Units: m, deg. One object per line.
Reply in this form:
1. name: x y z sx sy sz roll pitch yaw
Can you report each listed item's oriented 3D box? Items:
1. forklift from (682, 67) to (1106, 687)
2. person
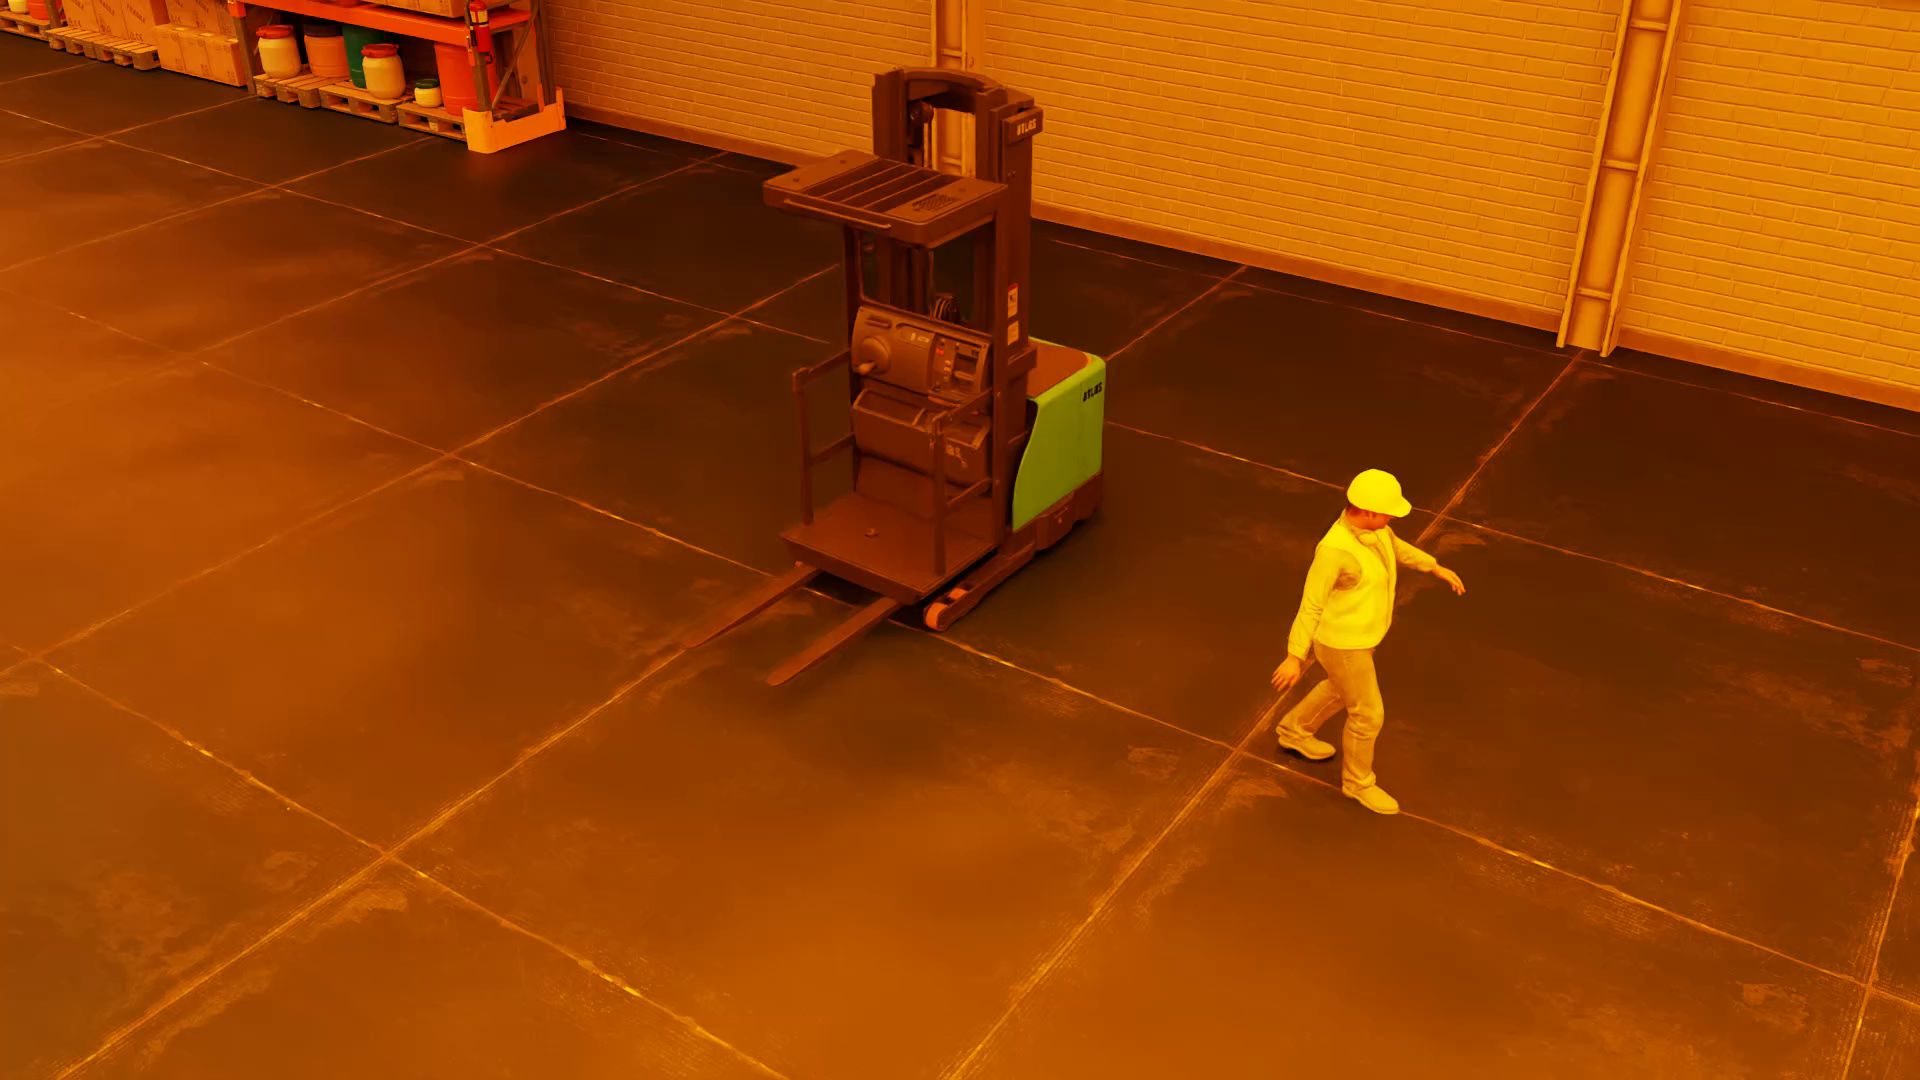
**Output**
1. forklift: -0.356 -1.018 9.334 1.130 2.935 3.031 20 36 31
2. person: 1.904 0.463 7.980 0.755 1.753 0.943 17 34 26
